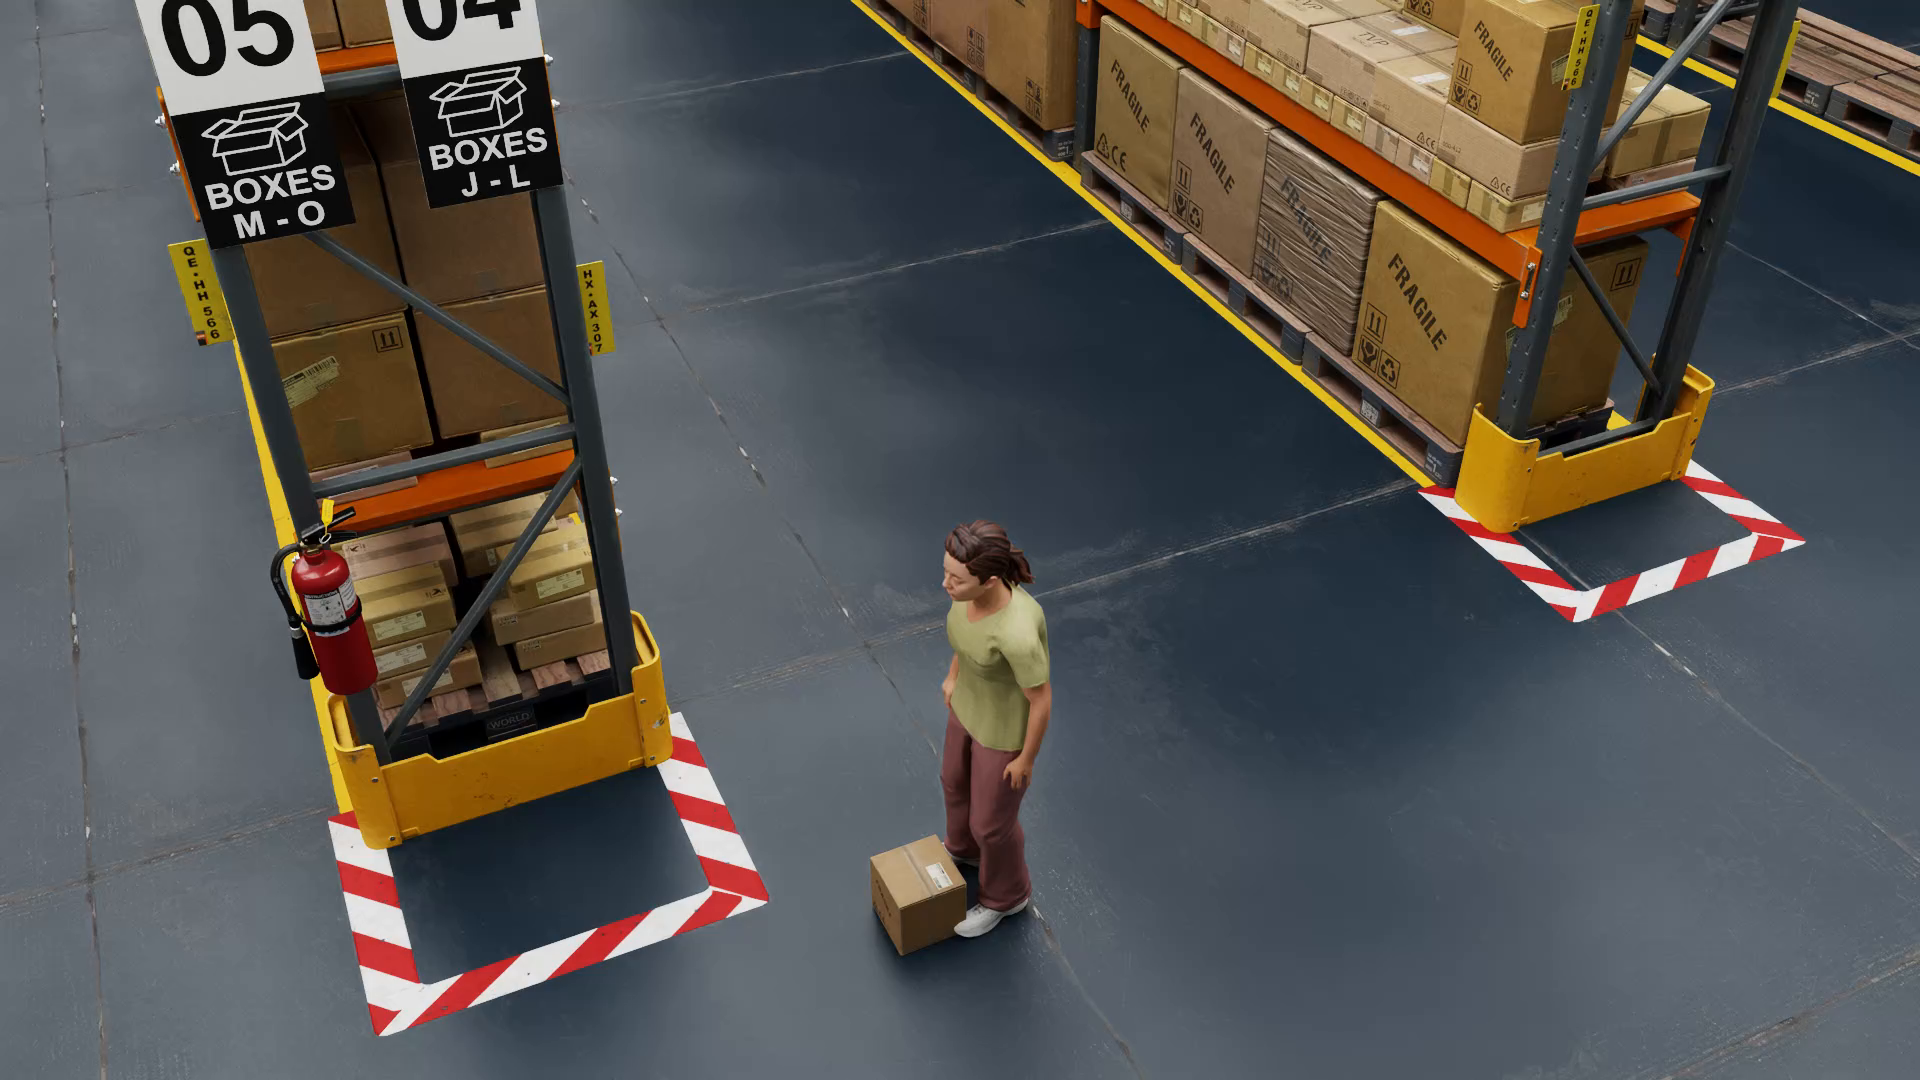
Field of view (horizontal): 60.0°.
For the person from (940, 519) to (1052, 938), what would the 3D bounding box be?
[{"bbox_3d":[0.083,0.593,5.378,0.360,1.671,0.521,-18,41,-22],"label":"person"}]
